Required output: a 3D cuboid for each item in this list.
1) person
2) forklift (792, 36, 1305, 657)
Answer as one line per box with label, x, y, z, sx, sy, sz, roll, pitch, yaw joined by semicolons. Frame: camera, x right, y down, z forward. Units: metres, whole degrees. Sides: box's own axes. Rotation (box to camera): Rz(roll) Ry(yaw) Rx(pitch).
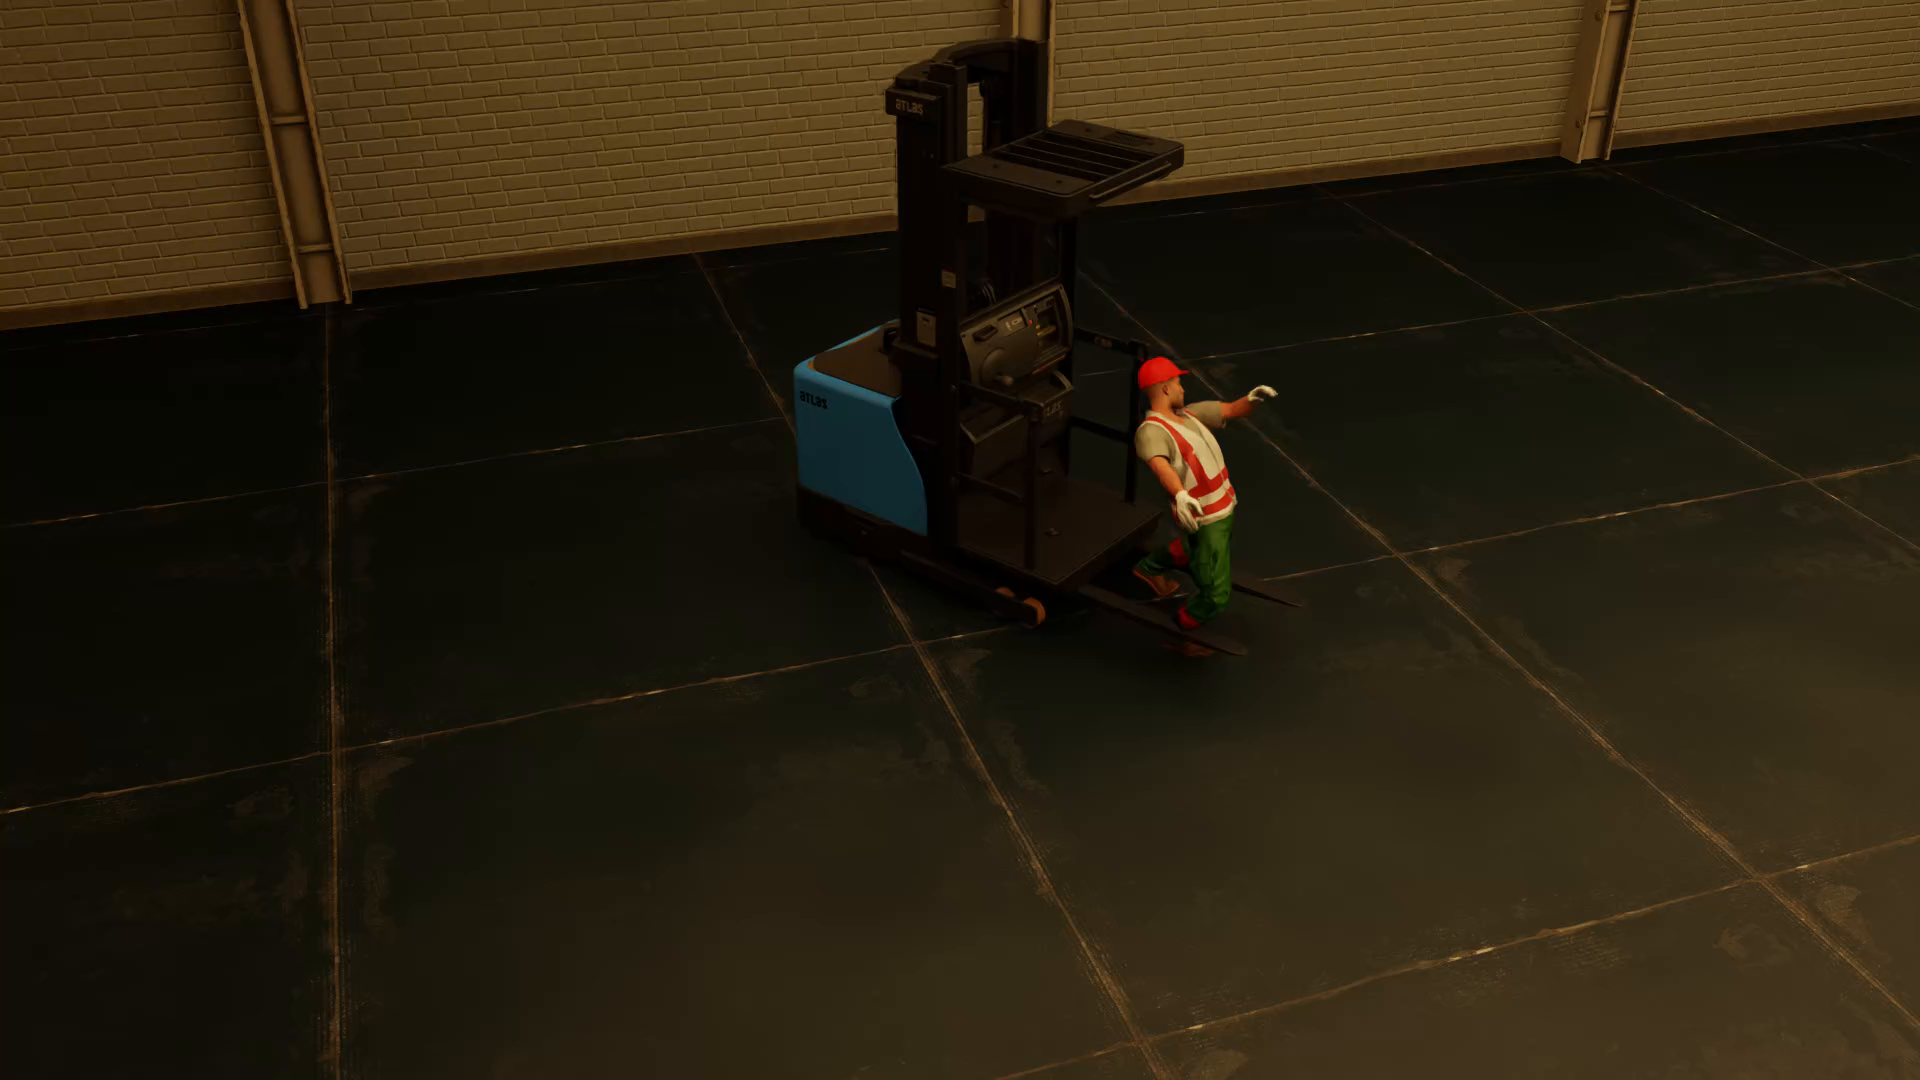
person;1.181;-0.081;8.562;0.731;1.504;1.073;8;31;14
forklift;0.479;-1.082;8.967;3.031;2.935;1.130;22;36;33
